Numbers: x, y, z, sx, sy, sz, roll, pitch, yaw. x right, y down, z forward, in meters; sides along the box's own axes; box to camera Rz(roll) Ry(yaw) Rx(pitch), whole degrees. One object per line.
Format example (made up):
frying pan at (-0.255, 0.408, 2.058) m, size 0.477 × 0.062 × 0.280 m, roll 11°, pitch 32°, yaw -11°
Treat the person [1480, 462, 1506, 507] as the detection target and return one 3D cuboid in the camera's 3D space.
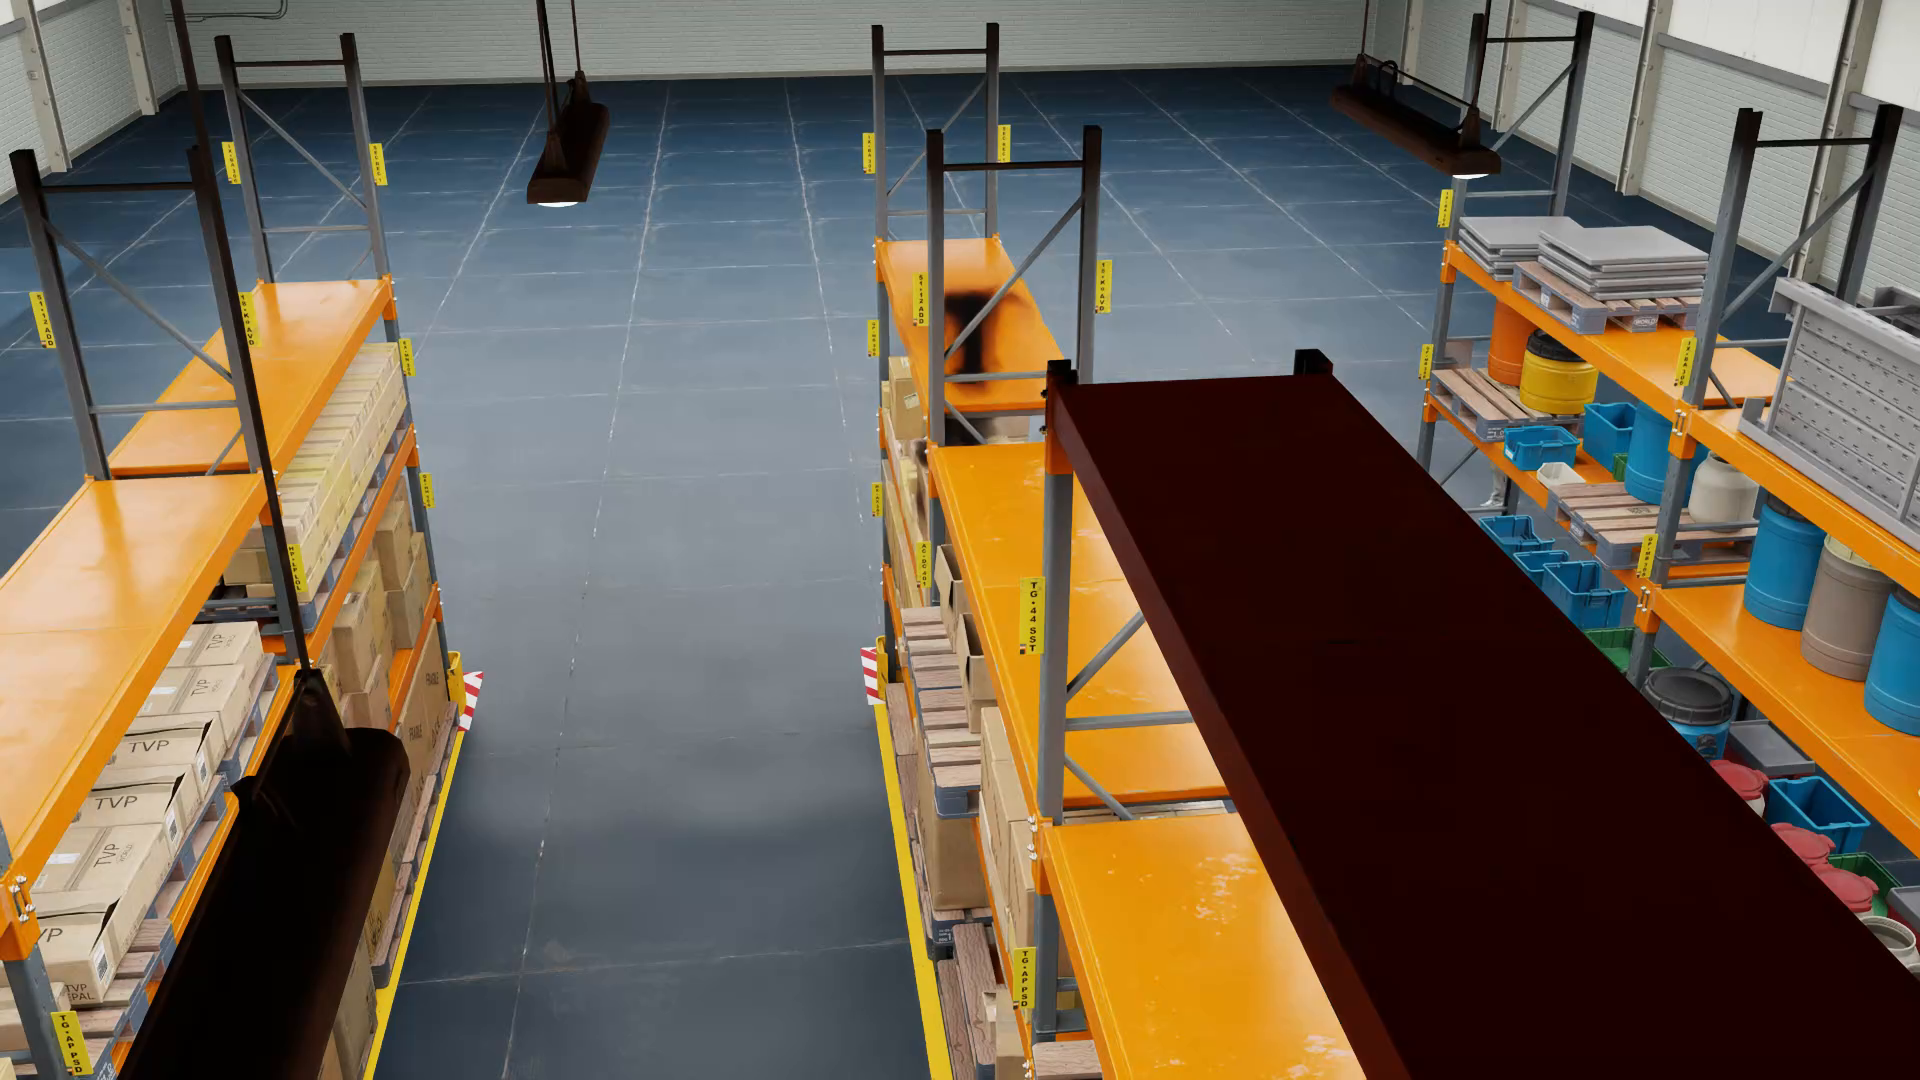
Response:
person at (6.416, -1.063, 19.014) m, size 0.824 × 1.549 × 0.539 m, roll 9°, pitch 27°, yaw 17°
